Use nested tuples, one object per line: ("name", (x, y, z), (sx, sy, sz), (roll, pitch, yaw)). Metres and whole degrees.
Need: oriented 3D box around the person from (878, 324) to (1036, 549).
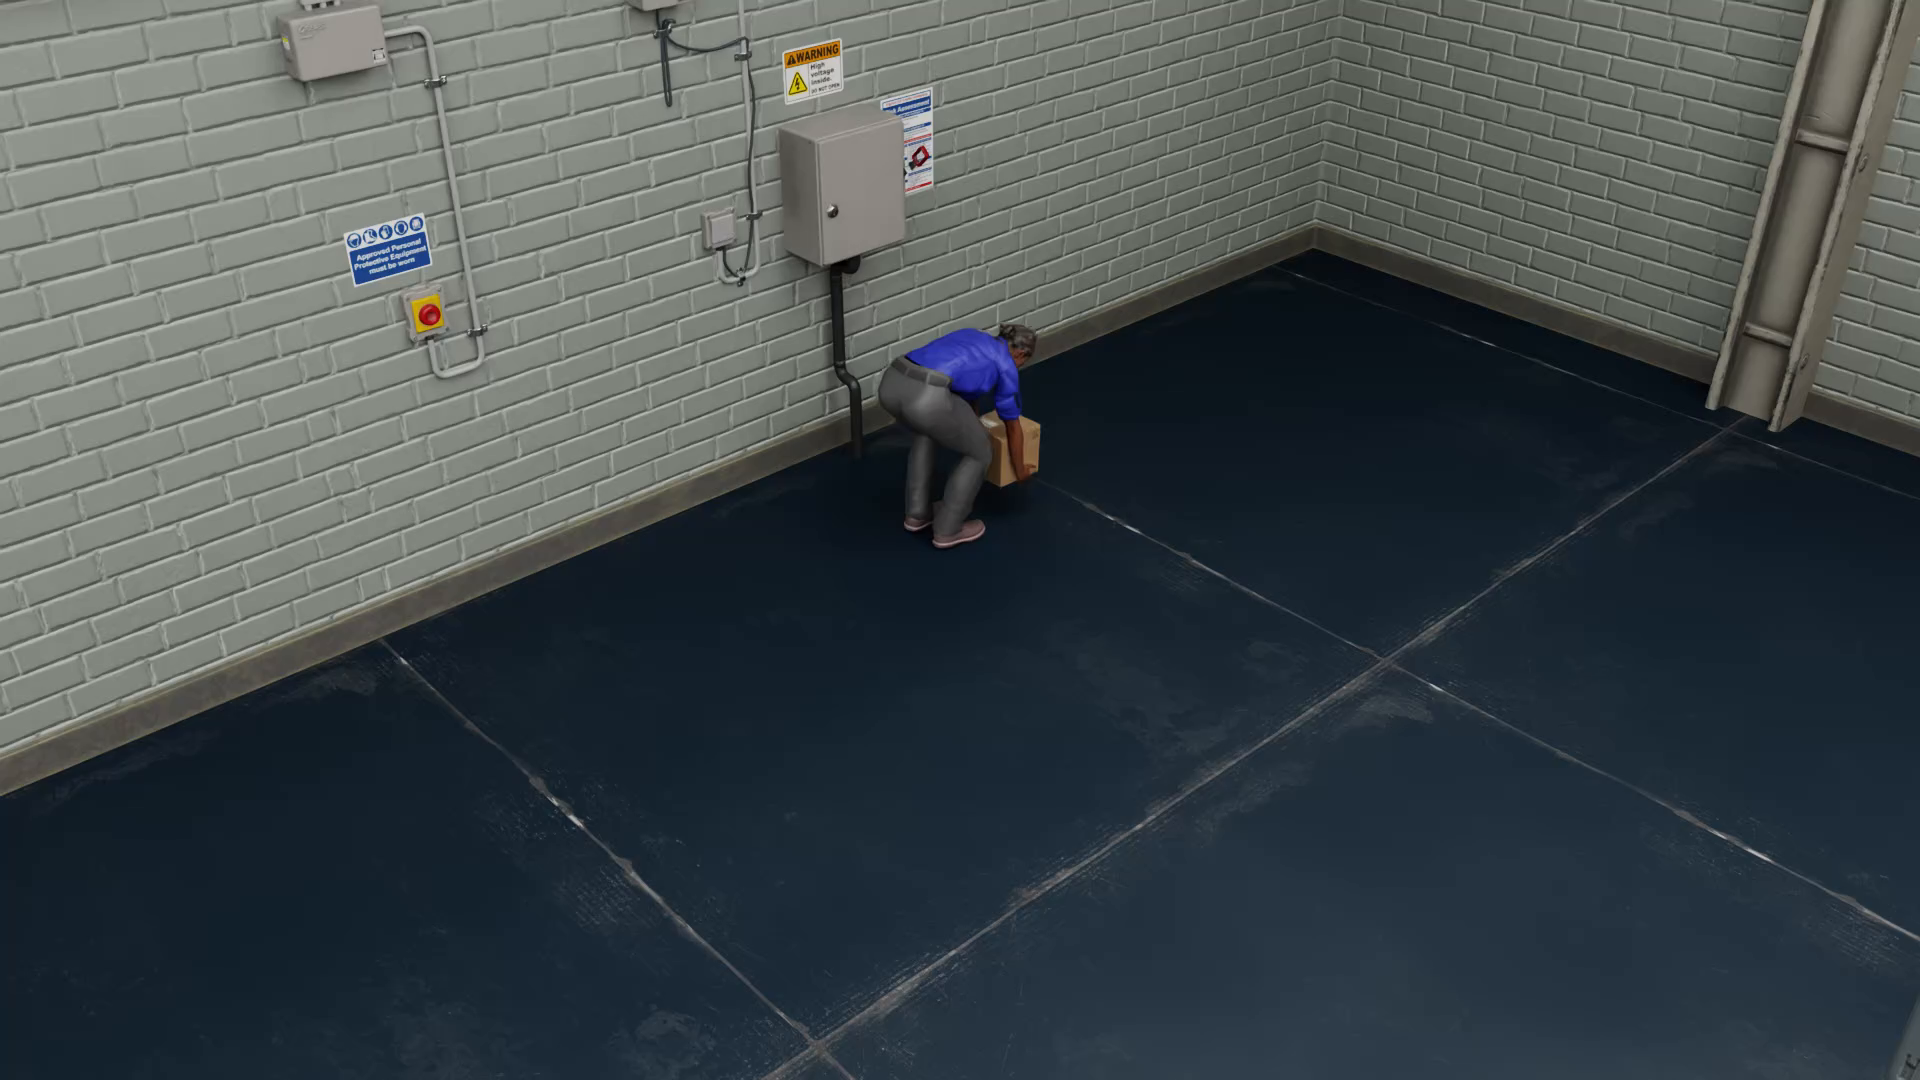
("person", (0.020, -0.500, 7.610), (0.427, 0.955, 0.876), (28, 41, 37))
